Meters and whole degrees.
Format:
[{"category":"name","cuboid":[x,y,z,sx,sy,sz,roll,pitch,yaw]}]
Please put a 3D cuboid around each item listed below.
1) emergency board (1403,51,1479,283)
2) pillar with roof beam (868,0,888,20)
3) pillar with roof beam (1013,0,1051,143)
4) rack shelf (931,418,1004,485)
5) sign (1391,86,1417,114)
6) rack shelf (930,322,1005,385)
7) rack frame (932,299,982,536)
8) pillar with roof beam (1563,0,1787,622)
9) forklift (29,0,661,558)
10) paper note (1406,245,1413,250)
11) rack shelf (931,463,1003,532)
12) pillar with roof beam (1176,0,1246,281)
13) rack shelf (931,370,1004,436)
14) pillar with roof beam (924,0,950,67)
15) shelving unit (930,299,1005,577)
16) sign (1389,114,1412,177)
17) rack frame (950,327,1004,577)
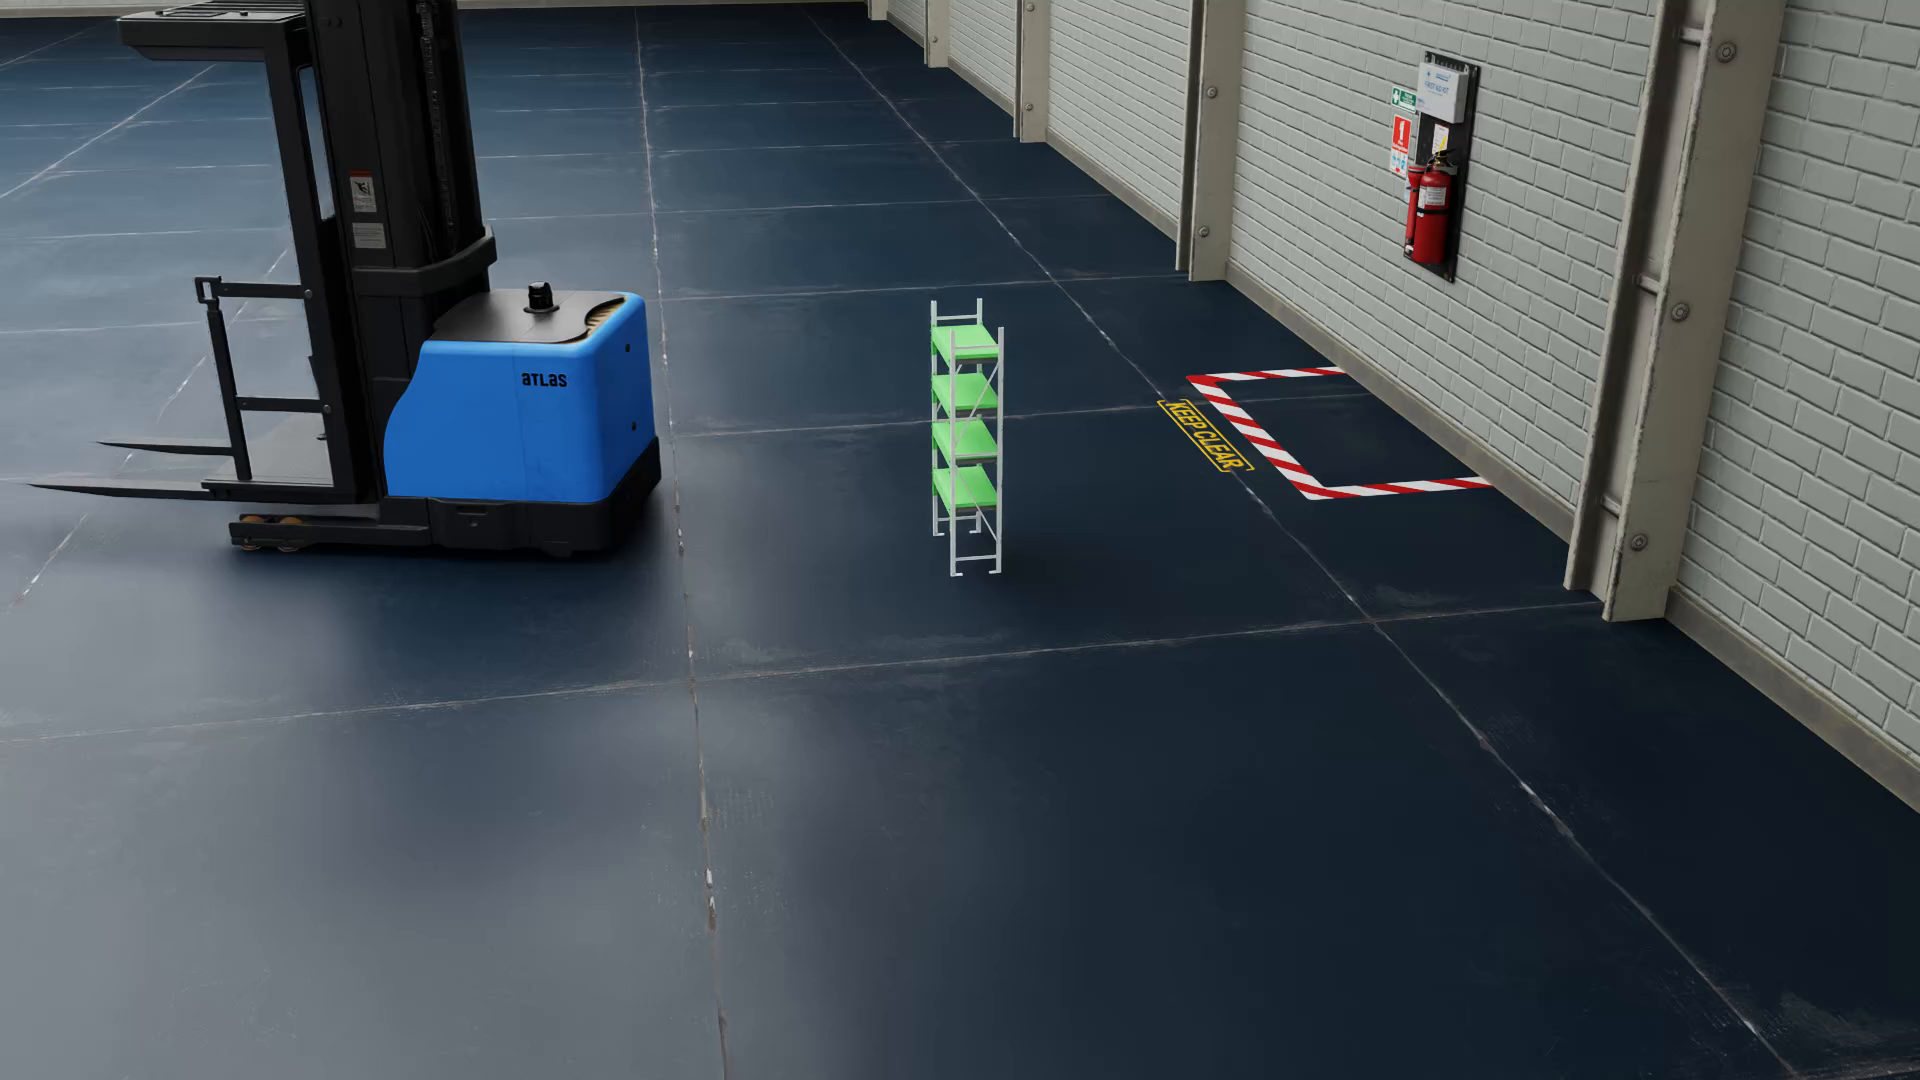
[{"category":"emergency board","cuboid":[2.584,-2.073,9.249,0.194,1.169,0.643,-4,24,-10]},{"category":"pillar with roof beam","cuboid":[-5.665,-12.969,26.701,9.100,9.000,0.400,-4,24,-10]},{"category":"pillar with roof beam","cuboid":[-3.446,-8.249,15.894,9.100,9.000,0.400,-4,24,-10]},{"category":"rack shelf","cuboid":[0.031,-0.426,7.886,0.258,0.148,0.480,-4,24,-10]},{"category":"sign","cuboid":[2.575,-2.555,9.645,0.001,0.109,0.331,-4,24,-10]},{"category":"rack shelf","cuboid":[0.031,-0.866,7.694,0.258,0.148,0.480,-4,24,-10]},{"category":"rack frame","cuboid":[-0.015,-0.581,8.081,0.240,1.200,0.015,-4,24,-10]},{"category":"pillar with roof beam","cuboid":[-1.227,-3.529,5.086,9.100,9.000,0.400,-4,24,-10]},{"category":"forklift","cuboid":[-3.134,-1.491,8.003,3.031,2.935,1.130,2,24,5]},{"category":"paper note","cuboid":[2.619,-1.744,9.596,0.016,0.148,0.142,-4,24,-10]},{"category":"rack shelf","cuboid":[0.031,-0.206,7.982,0.258,0.148,0.480,-4,24,-10]},{"category":"pillar with roof beam","cuboid":[-2.337,-5.889,10.490,9.100,9.000,0.400,-4,24,-10]},{"category":"rack shelf","cuboid":[0.031,-0.646,7.790,0.258,0.148,0.480,-4,24,-10]},{"category":"pillar with roof beam","cuboid":[-4.556,-10.609,21.297,9.100,9.000,0.400,-4,24,-10]},{"category":"shelving unit","cuboid":[0.031,-0.485,7.861,0.258,1.200,0.503,-4,24,-10]},{"category":"sign","cuboid":[2.583,-2.314,9.757,0.001,0.329,0.234,-4,24,-10]},{"category":"rack frame","cuboid":[0.076,-0.389,7.641,0.240,1.200,0.015,-4,24,-10]}]
